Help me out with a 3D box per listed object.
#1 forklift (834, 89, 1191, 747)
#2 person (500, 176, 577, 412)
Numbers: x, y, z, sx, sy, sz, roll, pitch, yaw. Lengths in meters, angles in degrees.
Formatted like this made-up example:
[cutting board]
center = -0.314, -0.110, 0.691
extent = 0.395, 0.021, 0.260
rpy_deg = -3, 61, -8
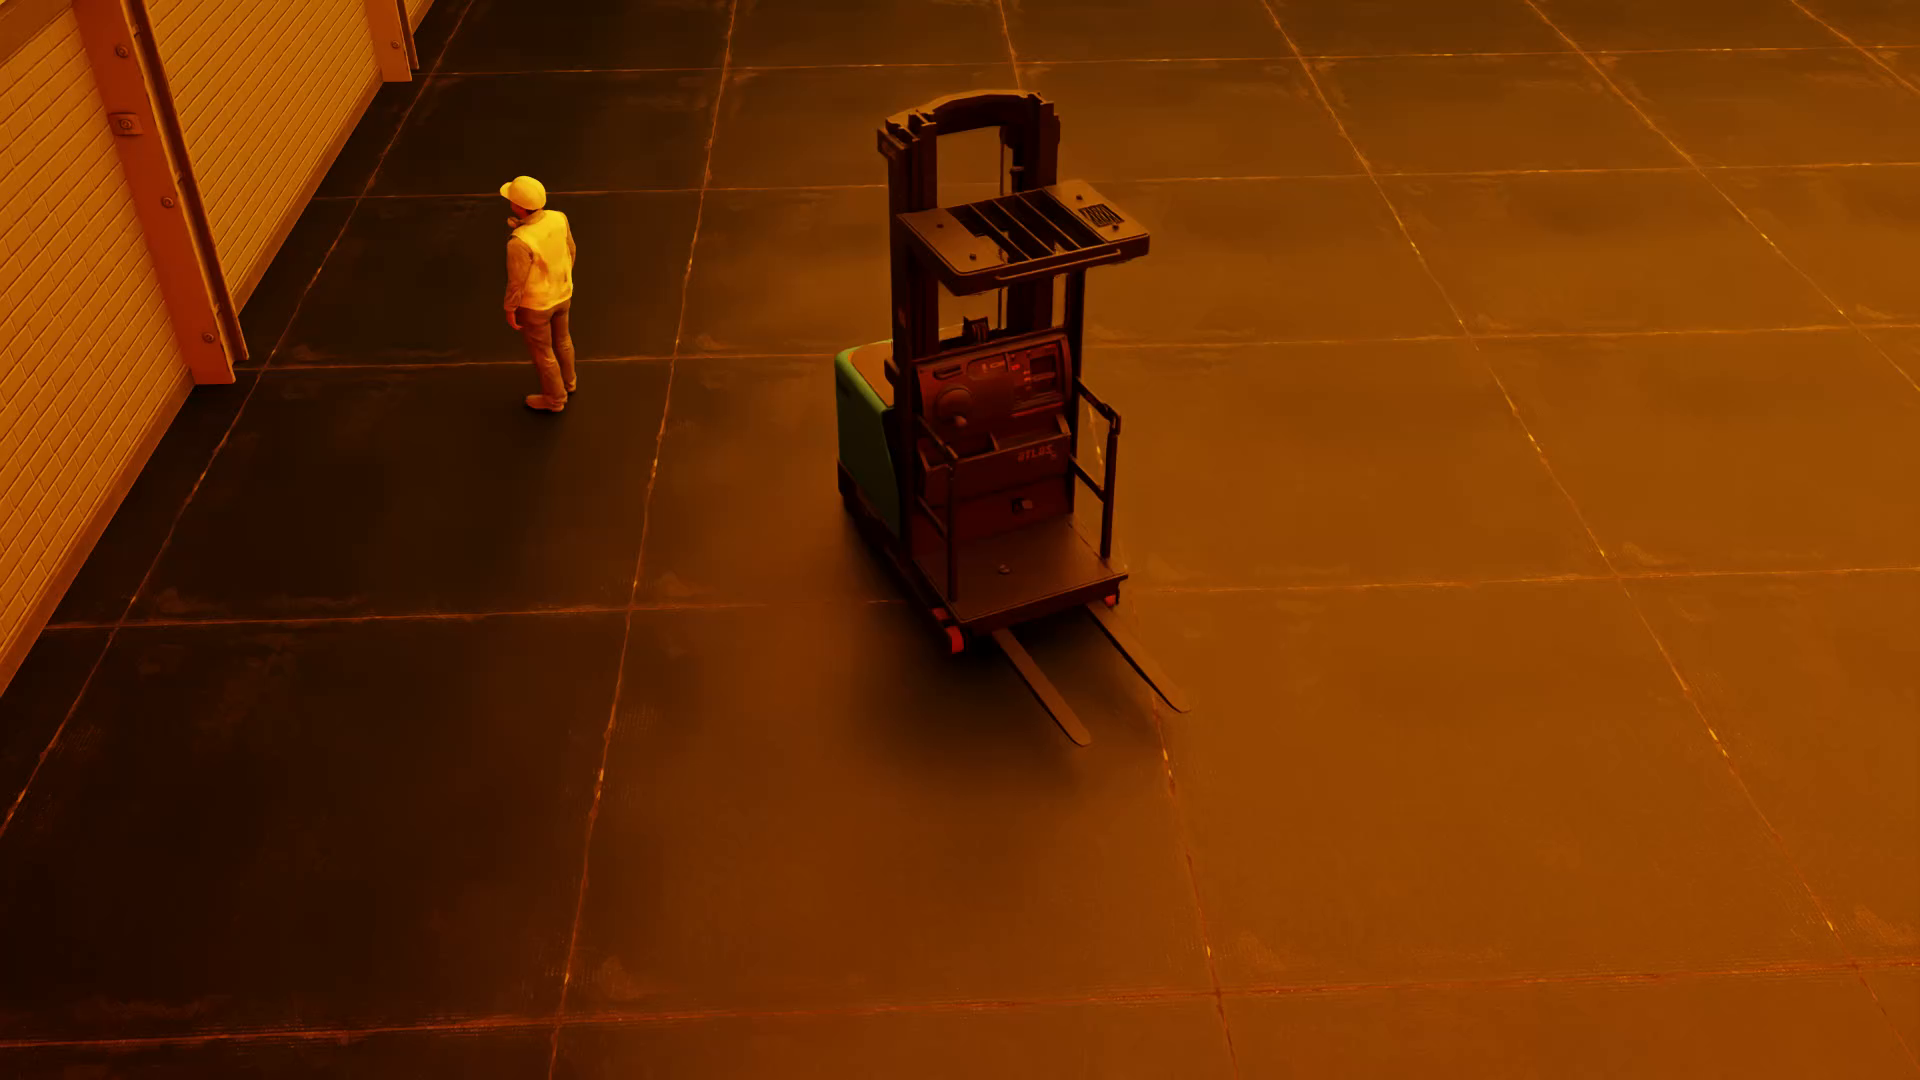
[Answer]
[forklift]
center = 0.290, -0.820, 9.137
extent = 1.130, 2.935, 3.031
rpy_deg = -15, 39, -20
[person]
center = -2.893, -1.678, 11.286
extent = 0.563, 1.775, 0.626
rpy_deg = 19, 40, 25
